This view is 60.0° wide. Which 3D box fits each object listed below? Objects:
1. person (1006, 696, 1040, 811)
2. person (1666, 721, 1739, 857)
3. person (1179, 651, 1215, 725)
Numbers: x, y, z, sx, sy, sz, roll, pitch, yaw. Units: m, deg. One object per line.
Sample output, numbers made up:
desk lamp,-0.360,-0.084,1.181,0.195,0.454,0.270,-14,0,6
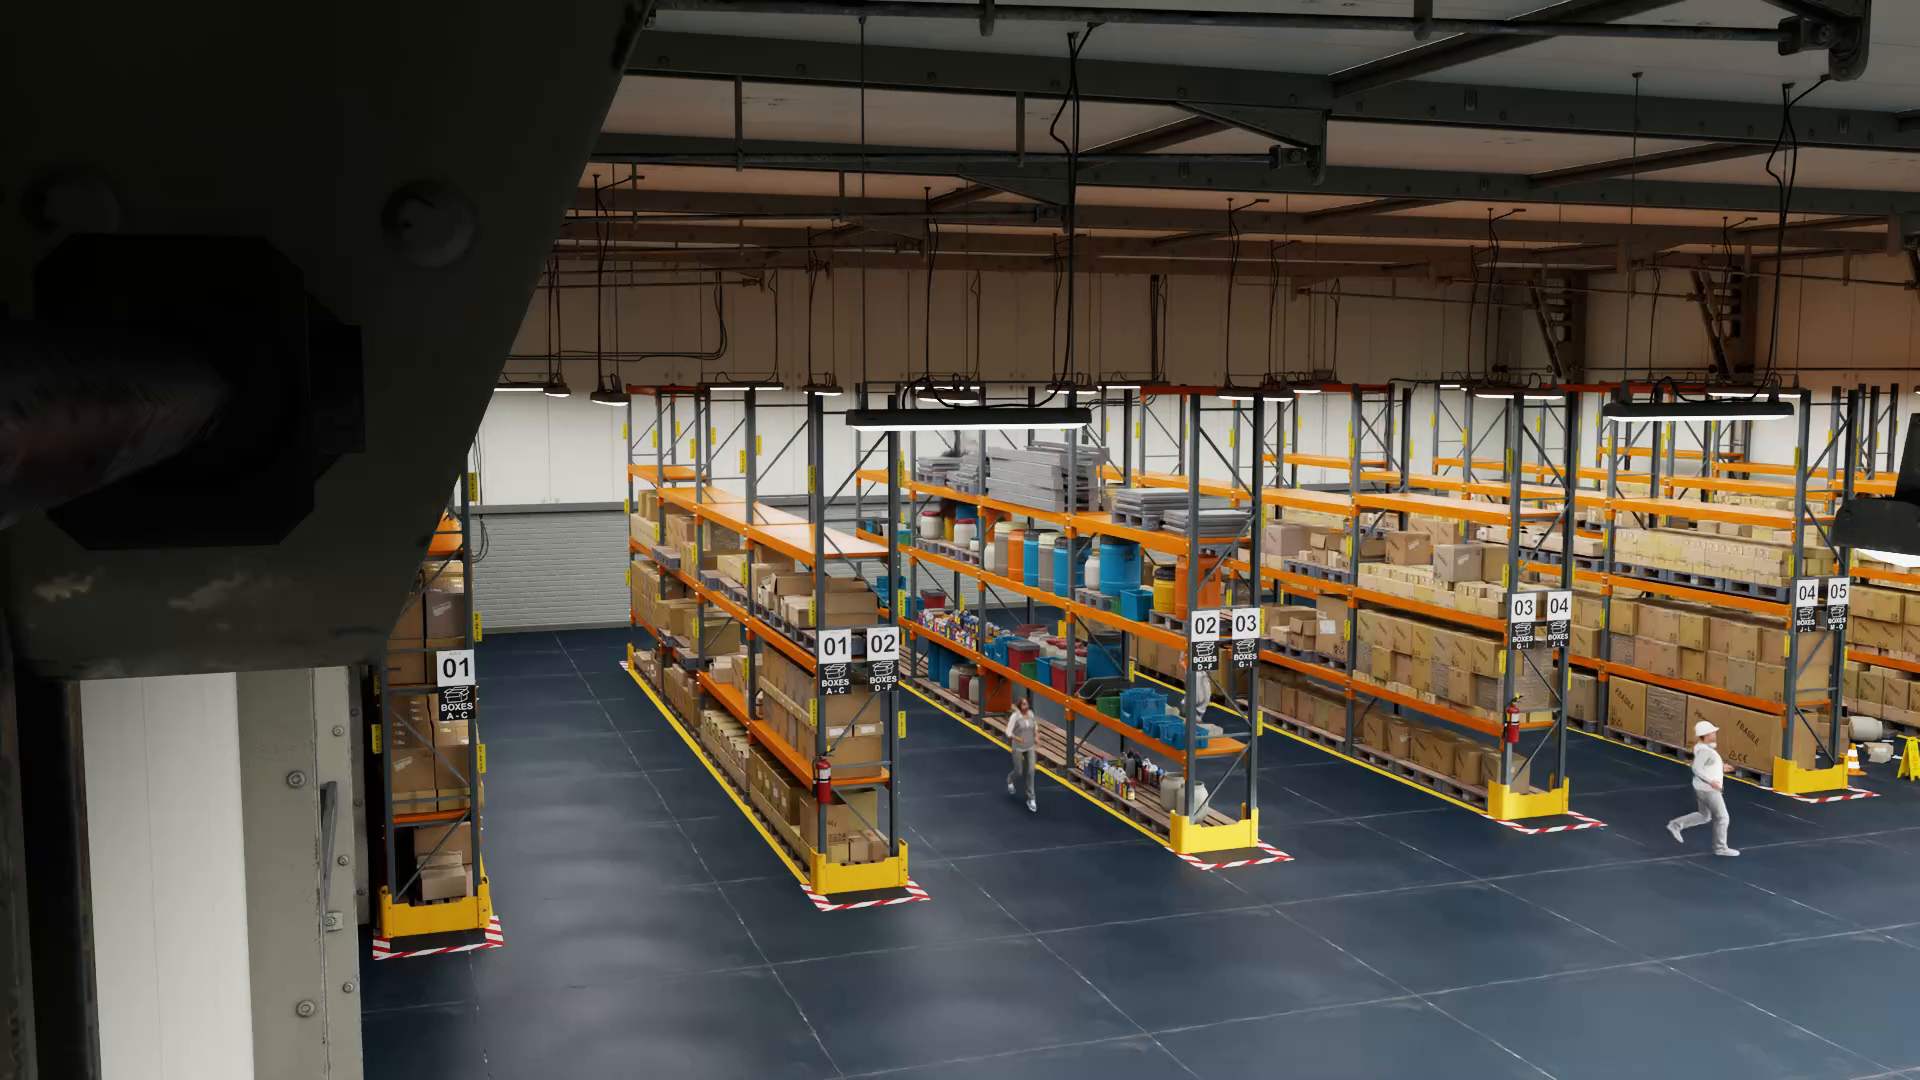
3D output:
person,0.909,3.048,24.118,0.559,1.609,0.857,-2,6,-21
person,9.708,3.225,21.660,0.883,1.747,0.669,2,6,17
person,4.222,2.428,29.511,0.657,1.743,0.577,-3,7,-30
